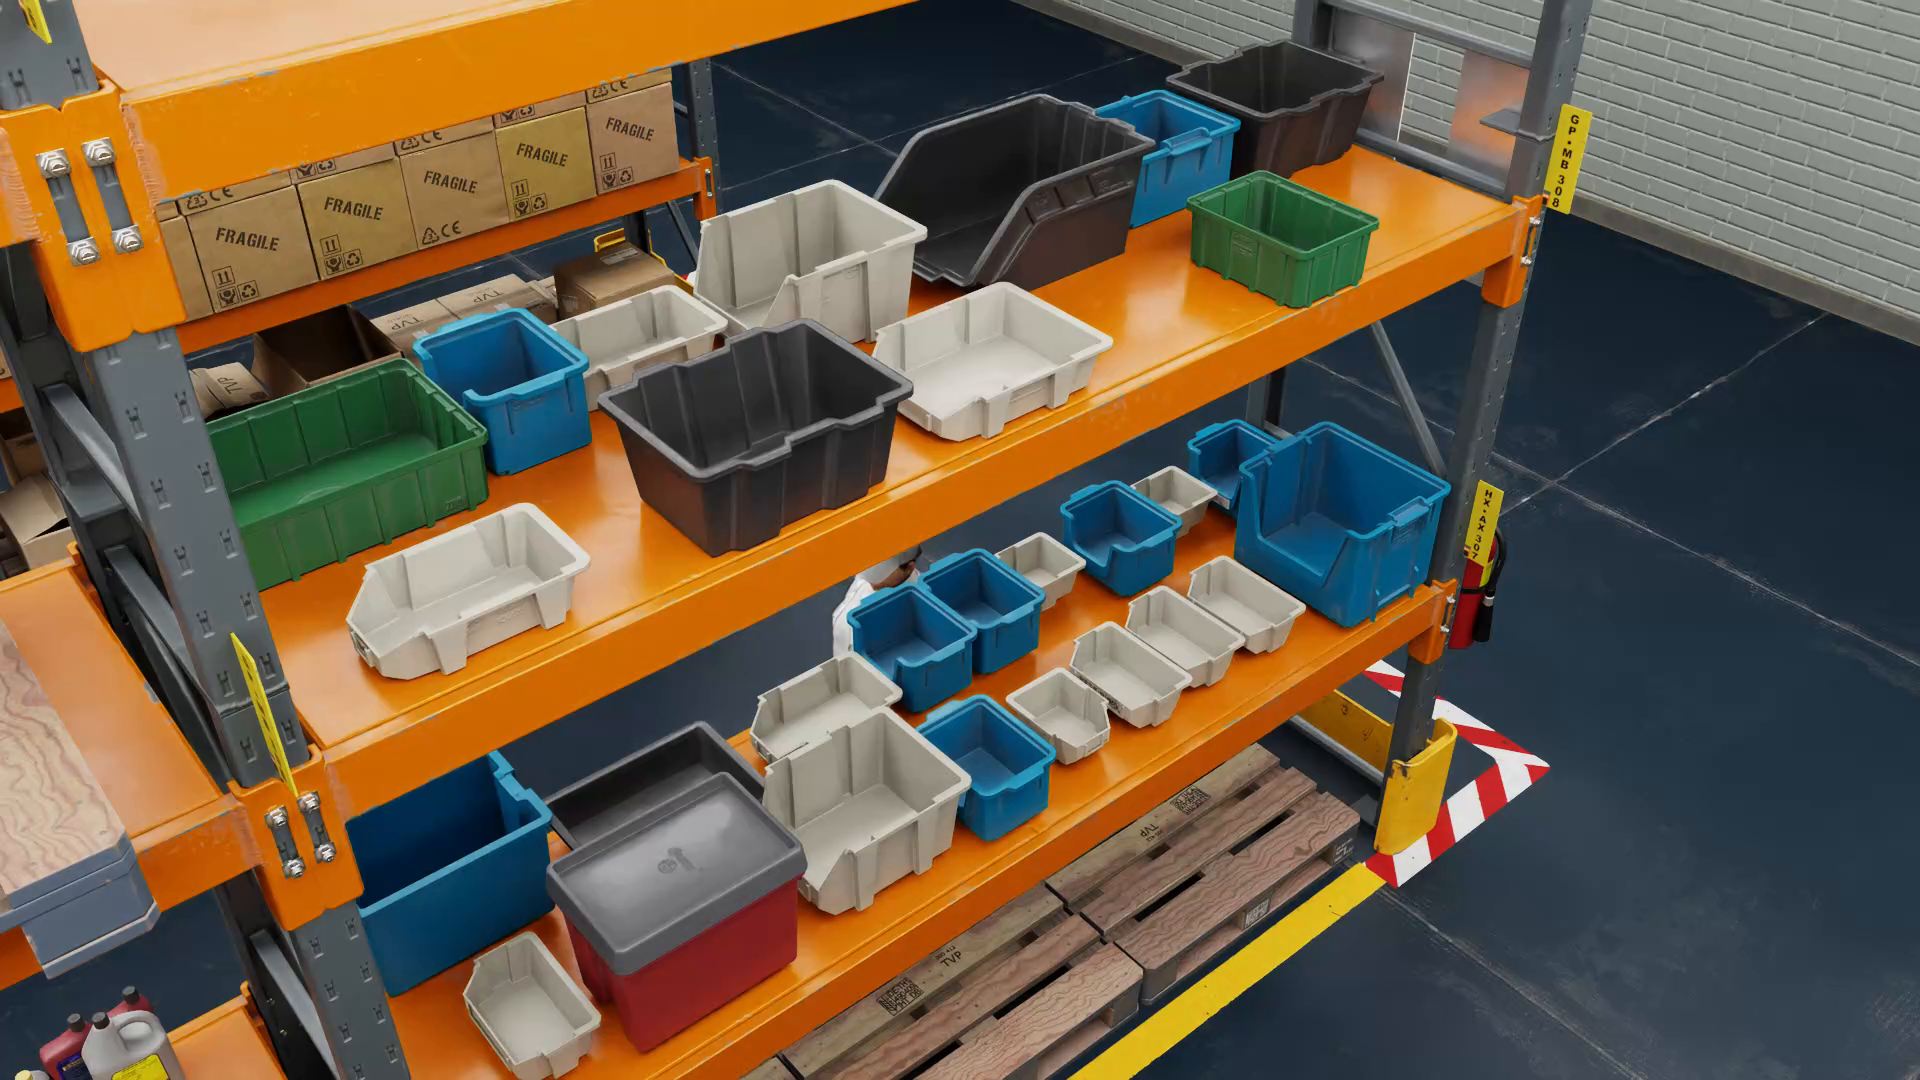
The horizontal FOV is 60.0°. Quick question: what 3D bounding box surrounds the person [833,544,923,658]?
[{"bbox_3d":[-0.255,0.629,6.228,0.390,1.671,0.467,-26,43,-31],"label":"person"}]
